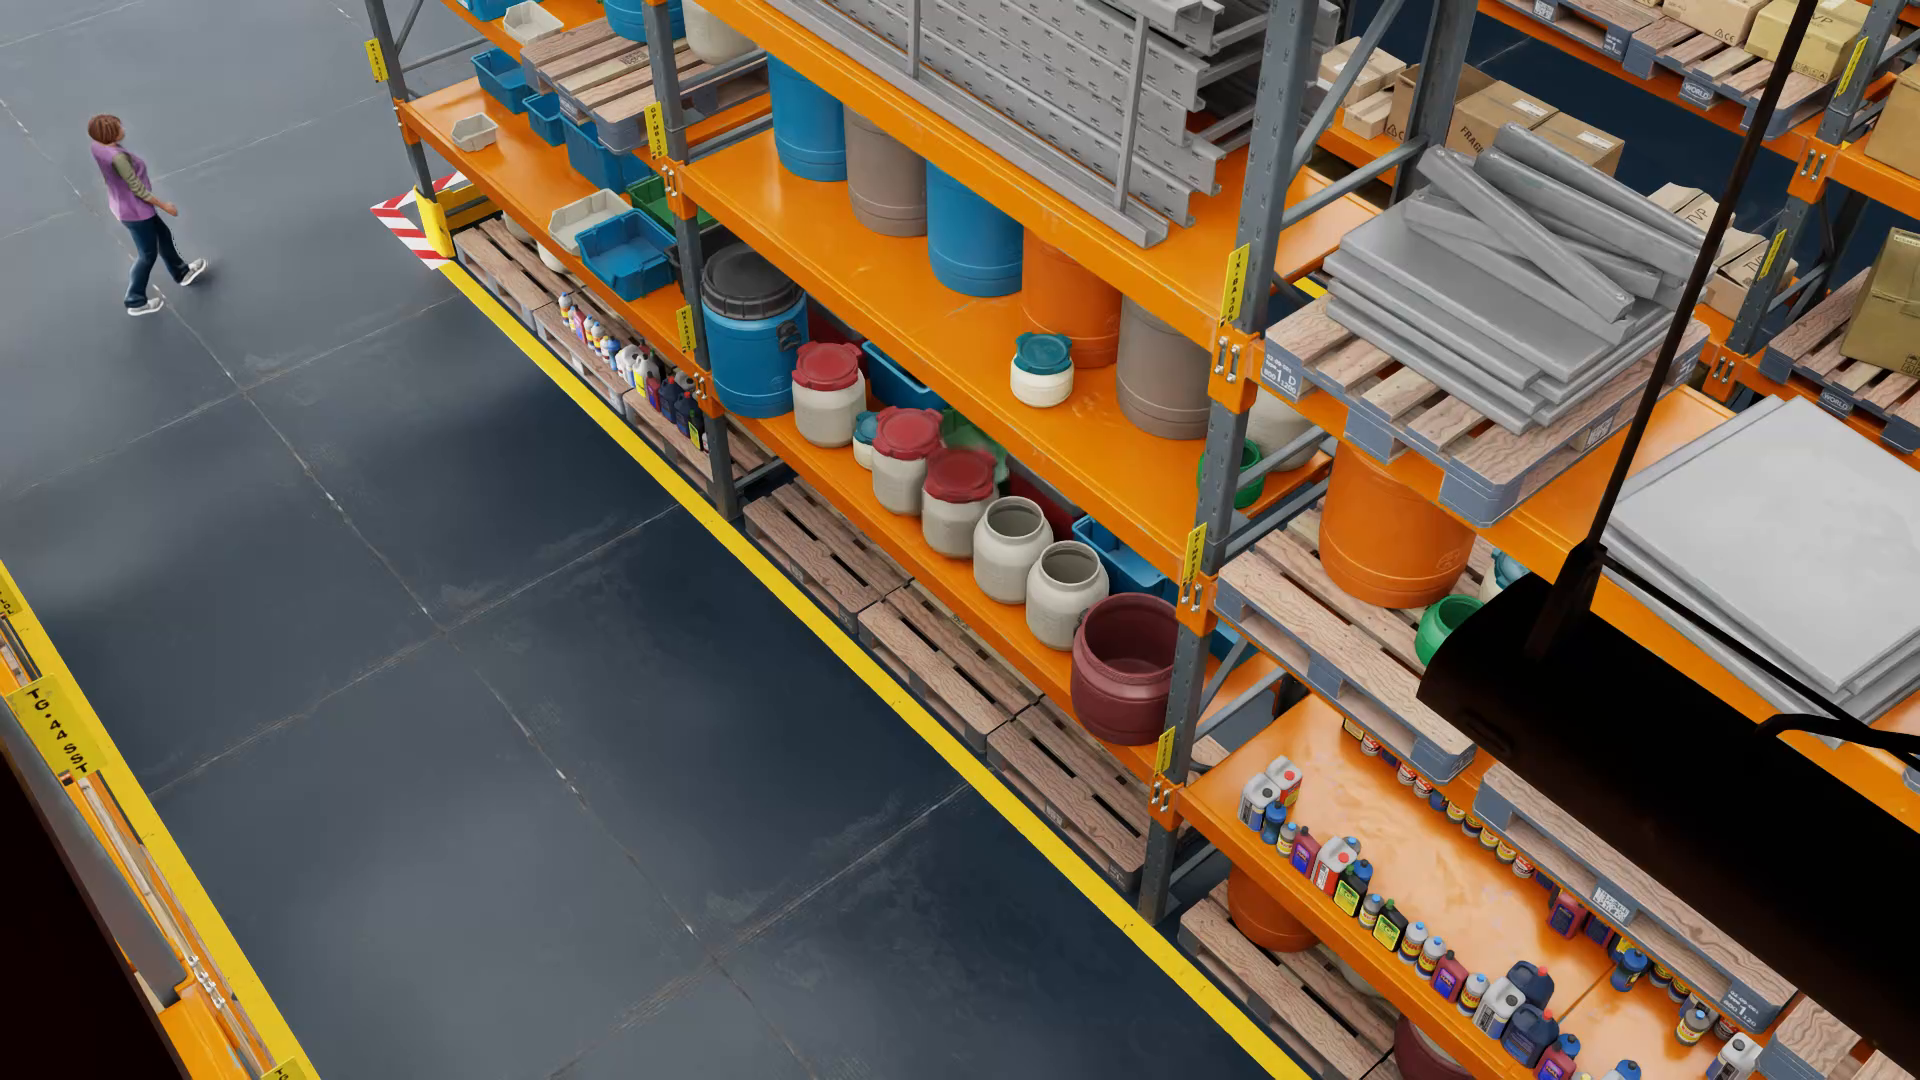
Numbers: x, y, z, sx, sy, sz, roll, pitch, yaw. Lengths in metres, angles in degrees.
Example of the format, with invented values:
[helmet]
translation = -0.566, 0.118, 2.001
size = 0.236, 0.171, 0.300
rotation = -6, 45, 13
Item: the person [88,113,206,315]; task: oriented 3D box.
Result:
[person]
translation = -6.044, -2.410, 12.181
size = 0.718, 1.577, 0.414
rotation = -35, 56, -29
